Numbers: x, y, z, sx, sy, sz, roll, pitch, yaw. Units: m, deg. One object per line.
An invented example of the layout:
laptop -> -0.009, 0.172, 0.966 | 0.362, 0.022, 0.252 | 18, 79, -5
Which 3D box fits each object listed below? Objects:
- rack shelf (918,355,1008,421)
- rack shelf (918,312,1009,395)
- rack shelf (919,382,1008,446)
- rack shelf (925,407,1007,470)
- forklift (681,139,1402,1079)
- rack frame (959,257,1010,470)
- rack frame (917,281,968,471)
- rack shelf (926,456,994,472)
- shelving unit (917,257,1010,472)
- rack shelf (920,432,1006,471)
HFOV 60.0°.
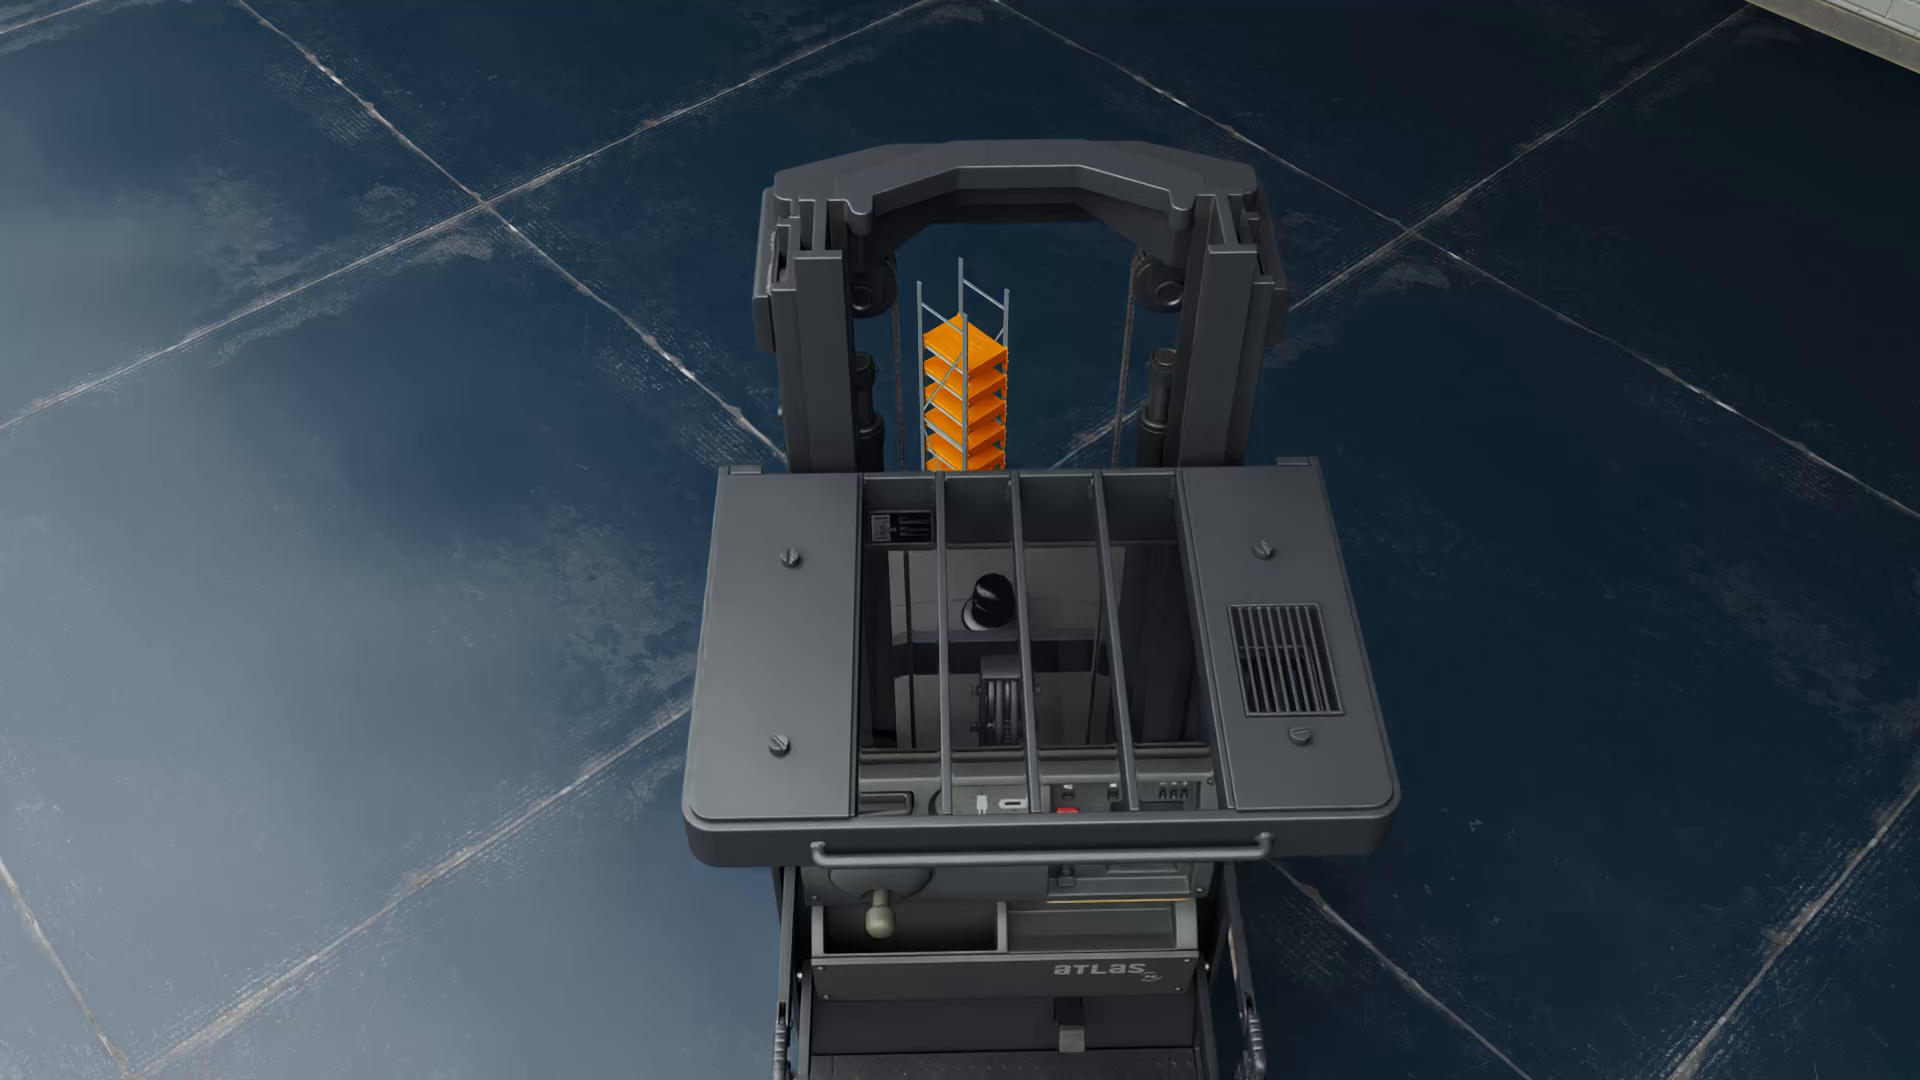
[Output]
rack shelf -> 0.011, -0.547, 5.672 | 0.180, 0.103, 0.258 | -34, 56, -27
rack shelf -> 0.011, -0.628, 5.584 | 0.180, 0.103, 0.258 | -34, 56, -27
rack shelf -> 0.011, -0.465, 5.760 | 0.180, 0.103, 0.258 | -34, 56, -27
rack shelf -> 0.011, -0.384, 5.848 | 0.180, 0.103, 0.258 | -34, 56, -27
forklift -> 0.115, 0.778, 3.538 | 1.130, 2.935, 3.031 | -1, 47, -1
rack frame -> 0.078, -0.459, 5.857 | 0.006, 1.200, 0.240 | -34, 56, -27
rack frame -> -0.057, -0.369, 5.774 | 0.006, 1.200, 0.240 | -34, 56, -27
rack shelf -> 0.011, -0.221, 6.025 | 0.180, 0.103, 0.258 | -34, 56, -27
shelving unit -> 0.011, -0.414, 5.816 | 0.189, 1.200, 0.258 | -34, 56, -27
rack shelf -> 0.011, -0.303, 5.936 | 0.180, 0.103, 0.258 | -34, 56, -27
